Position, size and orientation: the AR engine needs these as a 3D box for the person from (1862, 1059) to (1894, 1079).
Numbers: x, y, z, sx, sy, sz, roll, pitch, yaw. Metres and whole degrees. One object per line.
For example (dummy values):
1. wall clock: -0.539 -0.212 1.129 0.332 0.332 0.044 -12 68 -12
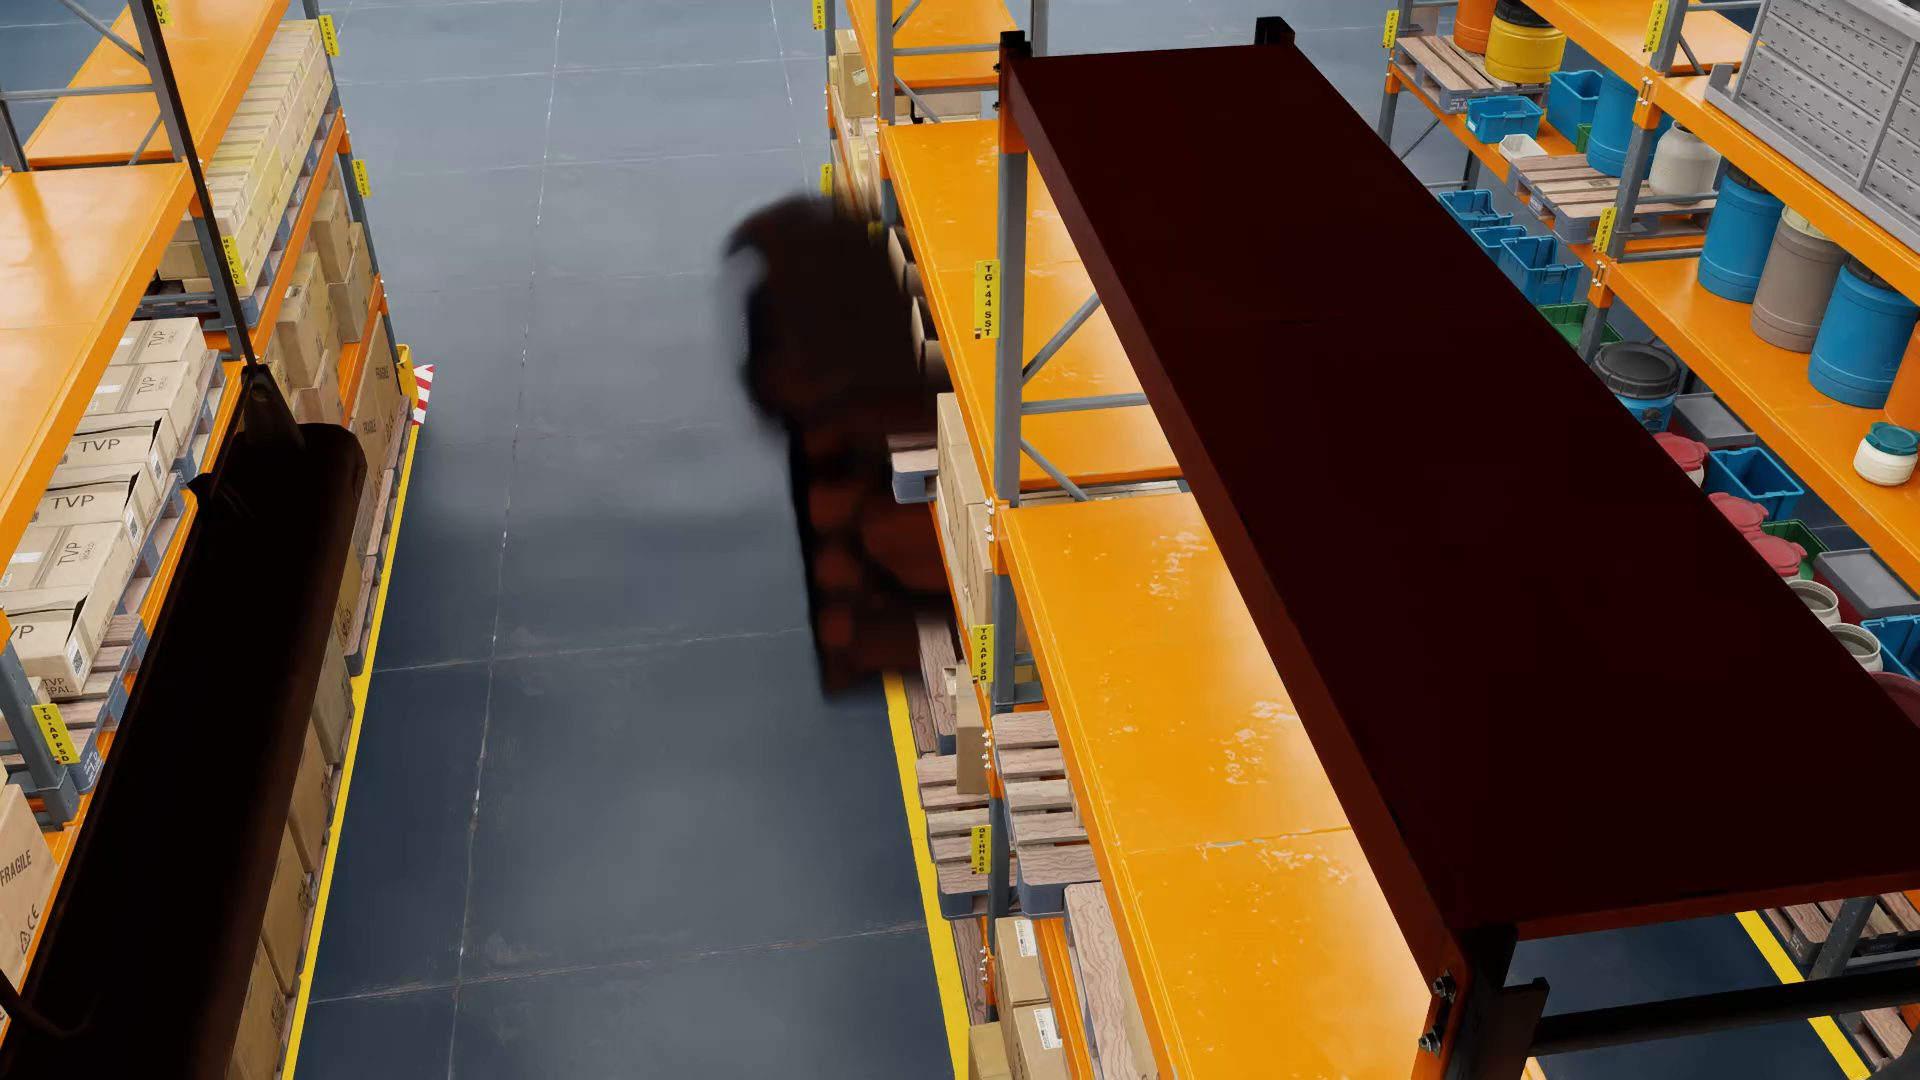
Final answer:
1. person: 4.103 3.036 7.894 0.558 1.669 0.504 -6 37 -8
